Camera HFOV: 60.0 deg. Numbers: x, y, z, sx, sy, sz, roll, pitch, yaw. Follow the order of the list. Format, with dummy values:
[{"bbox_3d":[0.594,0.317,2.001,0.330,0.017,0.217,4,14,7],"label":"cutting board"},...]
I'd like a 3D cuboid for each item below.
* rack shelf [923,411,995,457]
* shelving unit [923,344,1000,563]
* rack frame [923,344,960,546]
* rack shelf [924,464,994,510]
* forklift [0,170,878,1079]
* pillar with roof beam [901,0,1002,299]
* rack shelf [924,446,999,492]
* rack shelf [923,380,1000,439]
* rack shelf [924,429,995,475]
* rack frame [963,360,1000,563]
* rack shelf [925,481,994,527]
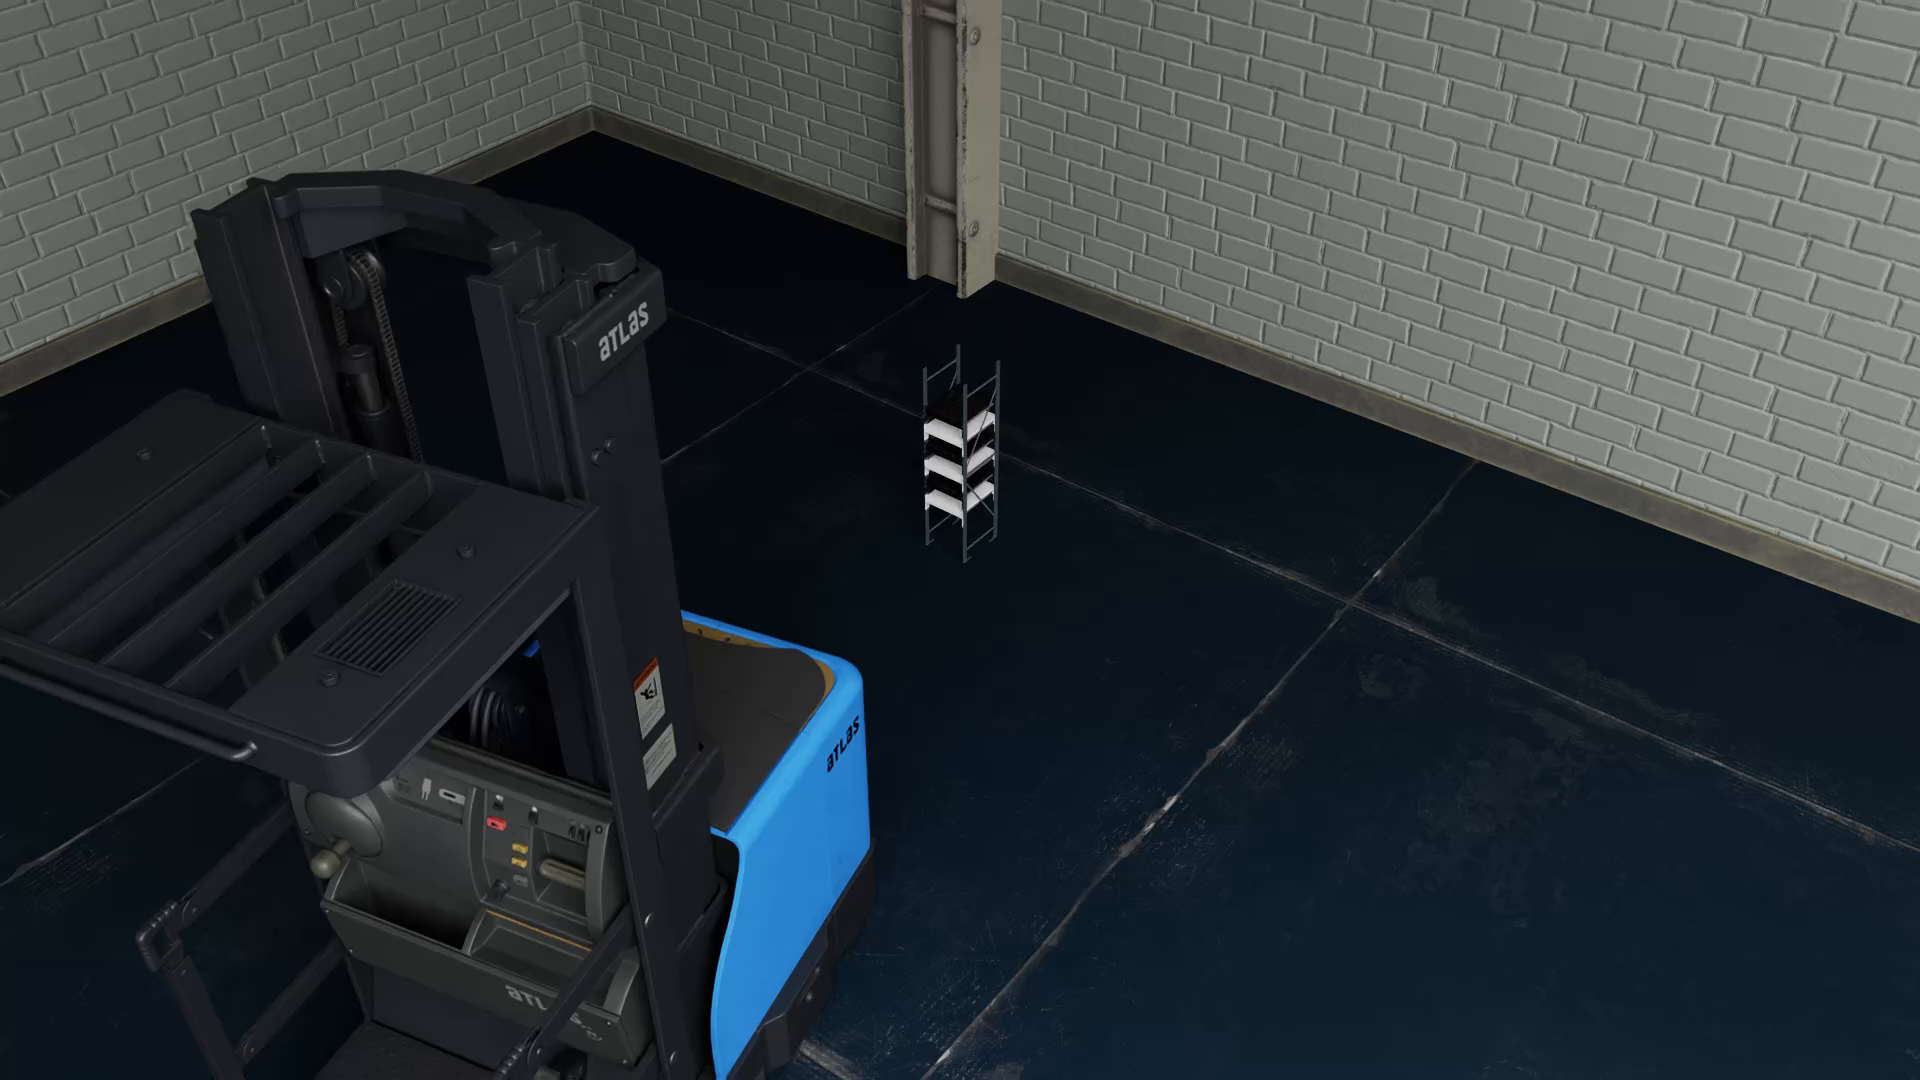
[{"bbox_3d":[0.006,-0.467,6.878,0.200,0.077,0.258,25,45,29],"label":"rack shelf"},{"bbox_3d":[0.006,-0.351,6.969,0.210,0.900,0.258,25,45,29],"label":"shelving unit"},{"bbox_3d":[-0.074,-0.389,7.017,0.006,0.900,0.240,25,45,29],"label":"rack frame"},{"bbox_3d":[0.006,-0.254,7.045,0.200,0.077,0.258,25,45,29],"label":"rack shelf"},{"bbox_3d":[-1.332,0.778,3.879,1.130,2.935,3.031,15,41,18],"label":"forklift"},{"bbox_3d":[-2.657,-2.873,3.620,0.400,9.000,9.100,25,45,29],"label":"pillar with roof beam"},{"bbox_3d":[0.006,-0.325,6.989,0.200,0.077,0.258,25,45,29],"label":"rack shelf"},{"bbox_3d":[0.006,-0.538,6.823,0.200,0.077,0.258,25,45,29],"label":"rack shelf"},{"bbox_3d":[0.006,-0.396,6.934,0.200,0.077,0.258,25,45,29],"label":"rack shelf"},{"bbox_3d":[0.087,-0.313,6.920,0.006,0.900,0.240,25,45,29],"label":"rack frame"},{"bbox_3d":[0.006,-0.183,7.100,0.200,0.077,0.258,25,45,29],"label":"rack shelf"}]
